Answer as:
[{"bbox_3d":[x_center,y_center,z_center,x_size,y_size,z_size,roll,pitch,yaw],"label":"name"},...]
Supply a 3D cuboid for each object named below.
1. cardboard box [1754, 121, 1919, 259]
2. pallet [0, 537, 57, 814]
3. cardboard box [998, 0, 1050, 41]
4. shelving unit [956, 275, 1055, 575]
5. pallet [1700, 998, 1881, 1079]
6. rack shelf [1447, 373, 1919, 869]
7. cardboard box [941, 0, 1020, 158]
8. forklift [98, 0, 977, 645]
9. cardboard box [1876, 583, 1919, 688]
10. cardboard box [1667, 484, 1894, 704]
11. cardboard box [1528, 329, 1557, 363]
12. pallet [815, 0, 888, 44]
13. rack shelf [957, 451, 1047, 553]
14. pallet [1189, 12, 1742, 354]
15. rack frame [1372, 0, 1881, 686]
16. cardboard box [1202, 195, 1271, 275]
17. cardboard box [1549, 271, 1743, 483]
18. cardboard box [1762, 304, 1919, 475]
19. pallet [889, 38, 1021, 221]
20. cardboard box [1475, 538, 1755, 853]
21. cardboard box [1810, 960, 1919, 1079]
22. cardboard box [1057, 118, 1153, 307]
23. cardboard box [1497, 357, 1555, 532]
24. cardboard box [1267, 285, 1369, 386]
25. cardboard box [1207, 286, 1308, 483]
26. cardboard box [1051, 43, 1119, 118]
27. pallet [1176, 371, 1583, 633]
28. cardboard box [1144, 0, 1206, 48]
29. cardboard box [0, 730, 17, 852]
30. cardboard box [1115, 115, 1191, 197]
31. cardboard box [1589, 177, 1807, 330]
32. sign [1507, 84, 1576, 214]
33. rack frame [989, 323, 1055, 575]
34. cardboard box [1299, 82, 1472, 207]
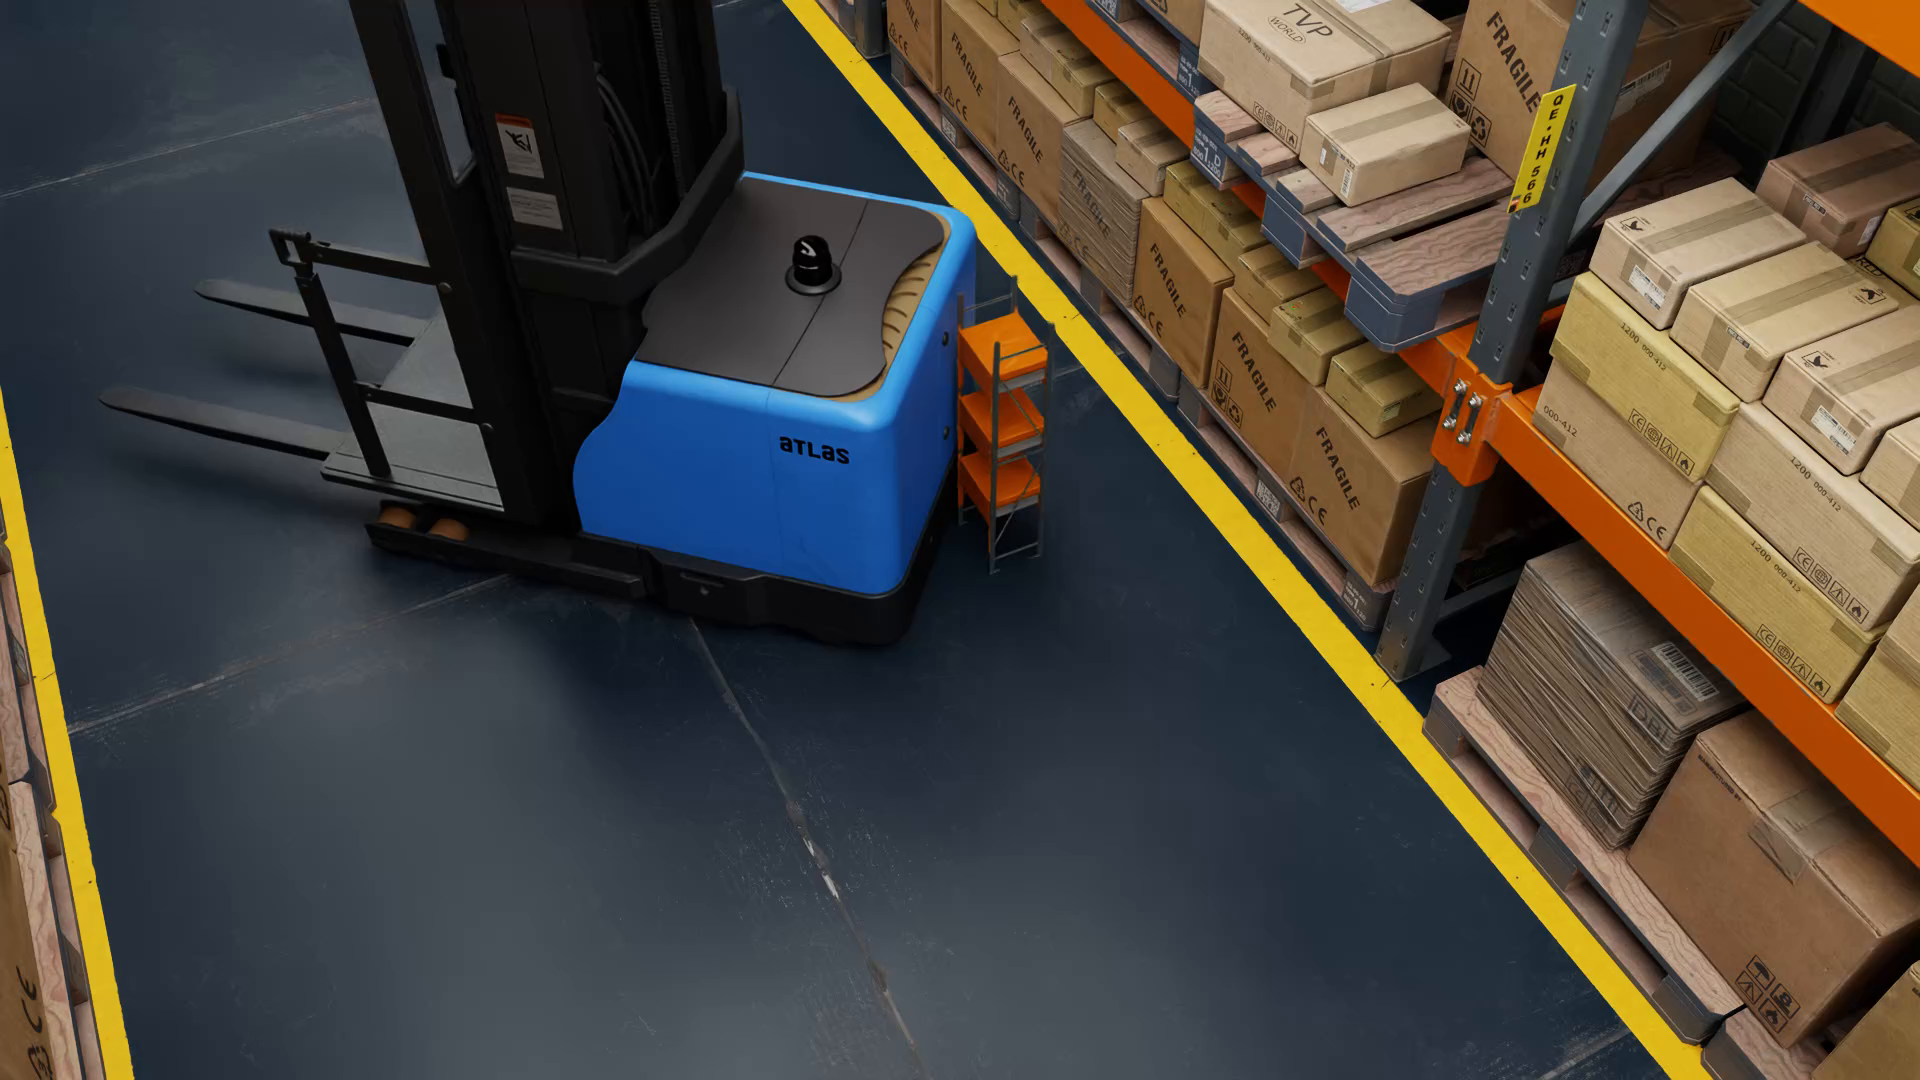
[{"bbox_3d":[2.145,-0.833,3.988,0.380,0.149,0.250,-20,52,-16],"label":"cardboard box"},{"bbox_3d":[-3.444,0.527,5.149,1.003,0.211,1.213,-21,52,-18],"label":"pallet"},{"bbox_3d":[0.374,-2.103,6.547,0.380,0.149,0.250,-22,52,-18],"label":"cardboard box"},{"bbox_3d":[0.137,-0.344,5.354,0.215,1.050,0.252,-20,52,-17],"label":"shelving unit"},{"bbox_3d":[2.712,1.564,4.242,1.003,0.211,1.213,-21,52,-18],"label":"pallet"},{"bbox_3d":[2.731,0.841,3.499,1.077,0.370,4.000,-21,52,-18],"label":"rack shelf"},{"bbox_3d":[0.259,-1.972,6.864,0.500,0.500,0.500,-22,52,-18],"label":"cardboard box"},{"bbox_3d":[-1.511,-1.250,4.896,3.031,2.935,1.130,12,50,10],"label":"forklift"},{"bbox_3d":[2.253,0.224,3.329,0.500,0.250,0.500,-22,53,-18],"label":"cardboard box"},{"bbox_3d":[2.028,0.035,3.826,0.500,0.250,0.500,-22,52,-18],"label":"cardboard box"},{"bbox_3d":[1.855,-0.719,5.337,0.380,0.149,0.250,-19,51,-16],"label":"cardboard box"},{"bbox_3d":[-0.328,-2.953,8.193,1.003,0.211,1.213,-21,52,-18],"label":"pallet"},{"bbox_3d":[0.137,-0.154,5.571,0.215,0.259,0.240,-20,52,-17],"label":"rack shelf"},{"bbox_3d":[1.444,-1.100,4.847,1.213,0.211,1.003,-21,52,-18],"label":"pallet"},{"bbox_3d":[1.816,-0.734,4.399,1.000,3.000,0.127,-21,52,-18],"label":"rack frame"},{"bbox_3d":[1.051,-1.062,5.637,0.380,0.149,0.250,-20,52,-16],"label":"cardboard box"},{"bbox_3d":[1.780,-0.460,3.927,0.500,0.250,0.500,-21,52,-18],"label":"cardboard box"},{"bbox_3d":[1.964,-0.324,3.544,0.380,0.149,0.250,-20,52,-17],"label":"cardboard box"},{"bbox_3d":[0.392,-1.962,7.326,1.003,0.211,1.213,-21,52,-18],"label":"pallet"},{"bbox_3d":[2.089,0.332,4.766,0.875,0.625,0.625,-20,52,-16],"label":"cardboard box"},{"bbox_3d":[2.704,1.217,3.992,0.875,0.625,0.625,-23,53,-19],"label":"cardboard box"},{"bbox_3d":[0.716,-1.287,6.265,0.500,0.500,0.500,-23,53,-19],"label":"cardboard box"},{"bbox_3d":[1.873,-0.428,5.513,0.500,0.500,0.500,-19,52,-16],"label":"cardboard box"},{"bbox_3d":[1.212,-0.678,5.301,0.380,0.149,0.250,-24,53,-19],"label":"cardboard box"},{"bbox_3d":[1.212,-0.597,5.661,0.500,0.500,0.500,-22,52,-18],"label":"cardboard box"},{"bbox_3d":[0.567,-1.756,6.244,0.380,0.149,0.250,-19,52,-16],"label":"cardboard box"},{"bbox_3d":[1.508,-0.329,5.897,1.003,0.211,1.213,-21,52,-18],"label":"pallet"},{"bbox_3d":[0.905,-1.935,5.102,0.797,0.503,0.637,-22,52,-18],"label":"cardboard box"},{"bbox_3d":[-3.242,0.450,4.496,0.875,0.875,0.875,-21,52,-17],"label":"cardboard box"},{"bbox_3d":[0.783,-1.403,5.935,0.380,0.149,0.250,-23,53,-19],"label":"cardboard box"},{"bbox_3d":[1.700,-0.666,3.842,0.380,0.149,0.250,-20,52,-16],"label":"cardboard box"},{"bbox_3d":[1.338,-0.896,3.824,0.100,0.325,0.005,-21,52,-18],"label":"sign"},{"bbox_3d":[0.190,-0.262,5.281,0.200,1.050,0.008,-20,52,-17],"label":"rack frame"},{"bbox_3d":[1.174,-1.097,4.605,0.380,0.149,0.250,-20,52,-17],"label":"cardboard box"}]
